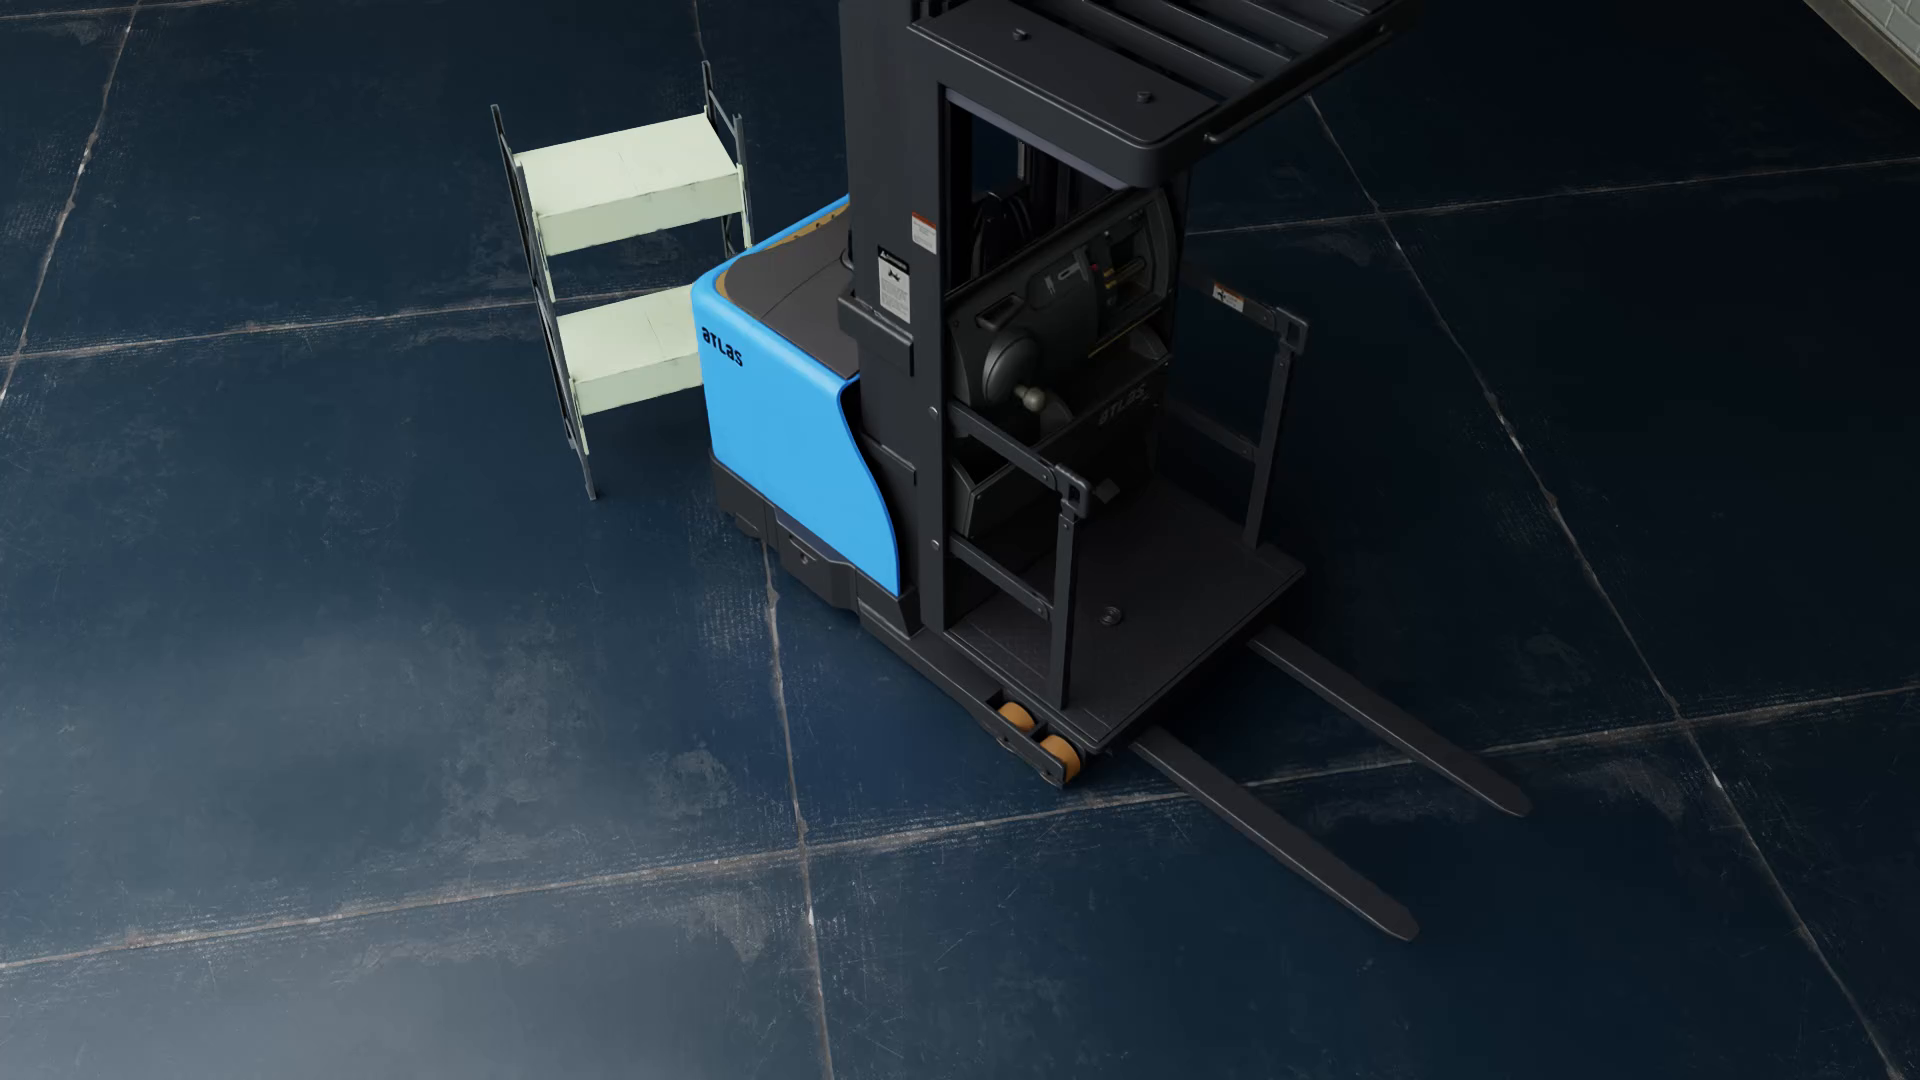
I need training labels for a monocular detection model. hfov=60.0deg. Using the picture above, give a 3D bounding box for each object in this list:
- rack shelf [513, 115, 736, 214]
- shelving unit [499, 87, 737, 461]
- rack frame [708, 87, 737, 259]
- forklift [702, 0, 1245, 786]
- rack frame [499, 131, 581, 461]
[{"bbox_3d":[-1.148,-1.271,5.706,0.686,0.052,0.368,-17,48,-15],"label":"rack shelf"},{"bbox_3d":[-1.148,-0.908,6.084,0.742,1.308,0.380,-17,48,-15],"label":"shelving unit"},{"bbox_3d":[-0.810,-1.010,6.181,0.010,1.308,0.380,-17,48,-15],"label":"rack frame"},{"bbox_3d":[0.463,-0.633,4.824,3.031,2.935,1.109,36,56,29],"label":"forklift"},{"bbox_3d":[-1.486,-0.807,5.986,0.010,1.308,0.380,-17,48,-15],"label":"rack frame"}]
